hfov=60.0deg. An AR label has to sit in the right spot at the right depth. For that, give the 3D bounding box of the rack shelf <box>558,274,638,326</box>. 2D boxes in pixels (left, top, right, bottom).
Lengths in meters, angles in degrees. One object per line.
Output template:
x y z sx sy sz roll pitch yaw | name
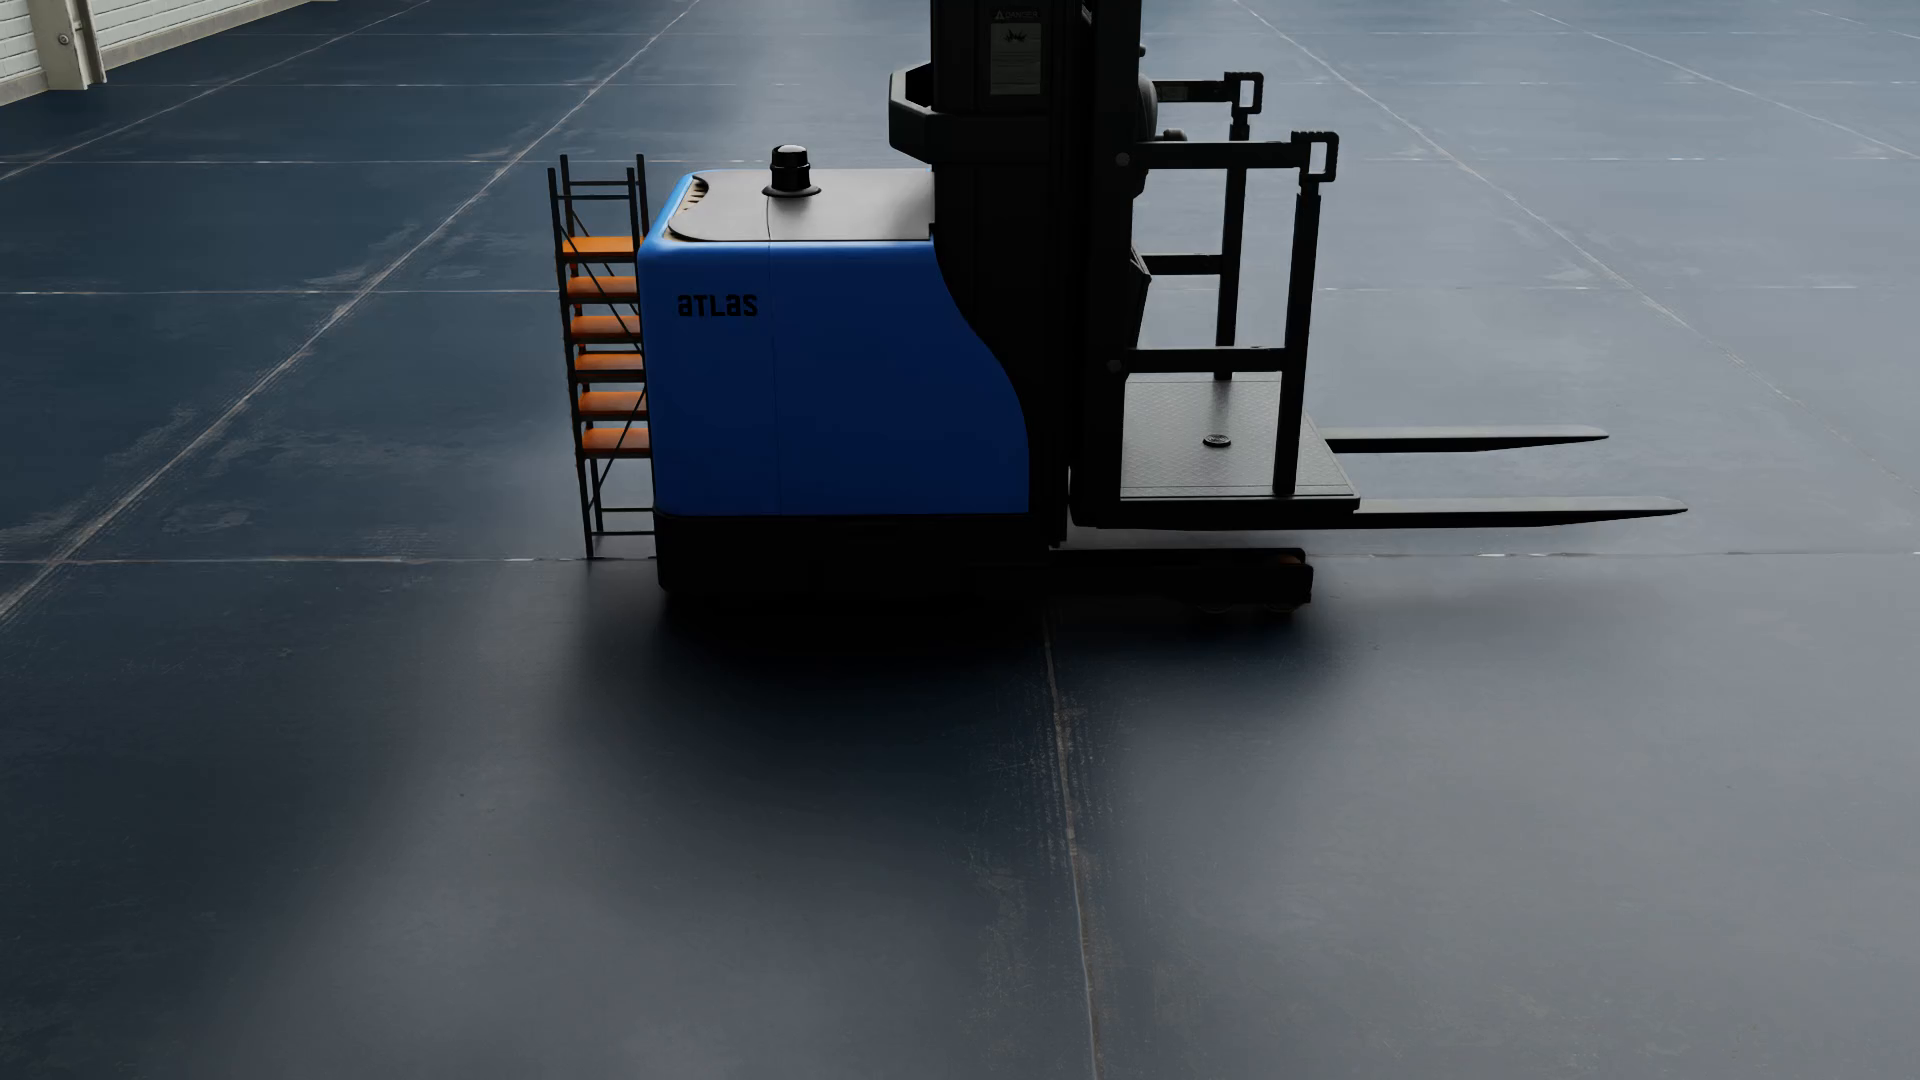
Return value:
-1.031 -0.707 4.882 0.258 0.103 0.180 -1 24 -2 | rack shelf

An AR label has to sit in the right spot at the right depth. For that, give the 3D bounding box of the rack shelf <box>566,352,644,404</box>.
-1.031 -0.488 4.981 0.258 0.103 0.180 -1 24 -2 | rack shelf

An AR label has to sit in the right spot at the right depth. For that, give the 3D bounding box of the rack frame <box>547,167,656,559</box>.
-1.029 -0.491 4.879 0.240 1.200 0.006 -1 24 -2 | rack frame

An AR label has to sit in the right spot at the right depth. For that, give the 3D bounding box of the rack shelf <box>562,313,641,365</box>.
-1.031 -0.597 4.932 0.258 0.103 0.180 -1 24 -2 | rack shelf

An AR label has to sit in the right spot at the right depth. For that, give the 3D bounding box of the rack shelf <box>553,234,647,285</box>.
-1.031 -0.816 4.833 0.258 0.103 0.180 -1 24 -2 | rack shelf

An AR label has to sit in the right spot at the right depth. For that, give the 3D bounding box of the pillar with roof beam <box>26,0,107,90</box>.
-2.741 -7.743 11.451 9.100 9.000 0.400 0 24 -1 | pillar with roof beam

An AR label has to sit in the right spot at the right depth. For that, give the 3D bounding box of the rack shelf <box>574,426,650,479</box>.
-1.031 -0.269 5.080 0.258 0.103 0.180 -1 24 -2 | rack shelf

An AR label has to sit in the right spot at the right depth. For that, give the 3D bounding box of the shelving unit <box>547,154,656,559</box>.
-1.031 -0.529 4.963 0.258 1.200 0.189 -1 24 -2 | shelving unit

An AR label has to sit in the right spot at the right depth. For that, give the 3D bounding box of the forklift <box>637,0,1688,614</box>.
0.630 -1.343 4.662 3.031 2.935 1.130 -1 24 -2 | forklift

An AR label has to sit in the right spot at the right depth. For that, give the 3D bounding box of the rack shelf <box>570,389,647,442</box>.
-1.031 -0.379 5.030 0.258 0.103 0.180 -1 24 -2 | rack shelf

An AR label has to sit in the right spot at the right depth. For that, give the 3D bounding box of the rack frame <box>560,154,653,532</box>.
-1.034 -0.566 5.046 0.240 1.200 0.006 -1 24 -2 | rack frame
